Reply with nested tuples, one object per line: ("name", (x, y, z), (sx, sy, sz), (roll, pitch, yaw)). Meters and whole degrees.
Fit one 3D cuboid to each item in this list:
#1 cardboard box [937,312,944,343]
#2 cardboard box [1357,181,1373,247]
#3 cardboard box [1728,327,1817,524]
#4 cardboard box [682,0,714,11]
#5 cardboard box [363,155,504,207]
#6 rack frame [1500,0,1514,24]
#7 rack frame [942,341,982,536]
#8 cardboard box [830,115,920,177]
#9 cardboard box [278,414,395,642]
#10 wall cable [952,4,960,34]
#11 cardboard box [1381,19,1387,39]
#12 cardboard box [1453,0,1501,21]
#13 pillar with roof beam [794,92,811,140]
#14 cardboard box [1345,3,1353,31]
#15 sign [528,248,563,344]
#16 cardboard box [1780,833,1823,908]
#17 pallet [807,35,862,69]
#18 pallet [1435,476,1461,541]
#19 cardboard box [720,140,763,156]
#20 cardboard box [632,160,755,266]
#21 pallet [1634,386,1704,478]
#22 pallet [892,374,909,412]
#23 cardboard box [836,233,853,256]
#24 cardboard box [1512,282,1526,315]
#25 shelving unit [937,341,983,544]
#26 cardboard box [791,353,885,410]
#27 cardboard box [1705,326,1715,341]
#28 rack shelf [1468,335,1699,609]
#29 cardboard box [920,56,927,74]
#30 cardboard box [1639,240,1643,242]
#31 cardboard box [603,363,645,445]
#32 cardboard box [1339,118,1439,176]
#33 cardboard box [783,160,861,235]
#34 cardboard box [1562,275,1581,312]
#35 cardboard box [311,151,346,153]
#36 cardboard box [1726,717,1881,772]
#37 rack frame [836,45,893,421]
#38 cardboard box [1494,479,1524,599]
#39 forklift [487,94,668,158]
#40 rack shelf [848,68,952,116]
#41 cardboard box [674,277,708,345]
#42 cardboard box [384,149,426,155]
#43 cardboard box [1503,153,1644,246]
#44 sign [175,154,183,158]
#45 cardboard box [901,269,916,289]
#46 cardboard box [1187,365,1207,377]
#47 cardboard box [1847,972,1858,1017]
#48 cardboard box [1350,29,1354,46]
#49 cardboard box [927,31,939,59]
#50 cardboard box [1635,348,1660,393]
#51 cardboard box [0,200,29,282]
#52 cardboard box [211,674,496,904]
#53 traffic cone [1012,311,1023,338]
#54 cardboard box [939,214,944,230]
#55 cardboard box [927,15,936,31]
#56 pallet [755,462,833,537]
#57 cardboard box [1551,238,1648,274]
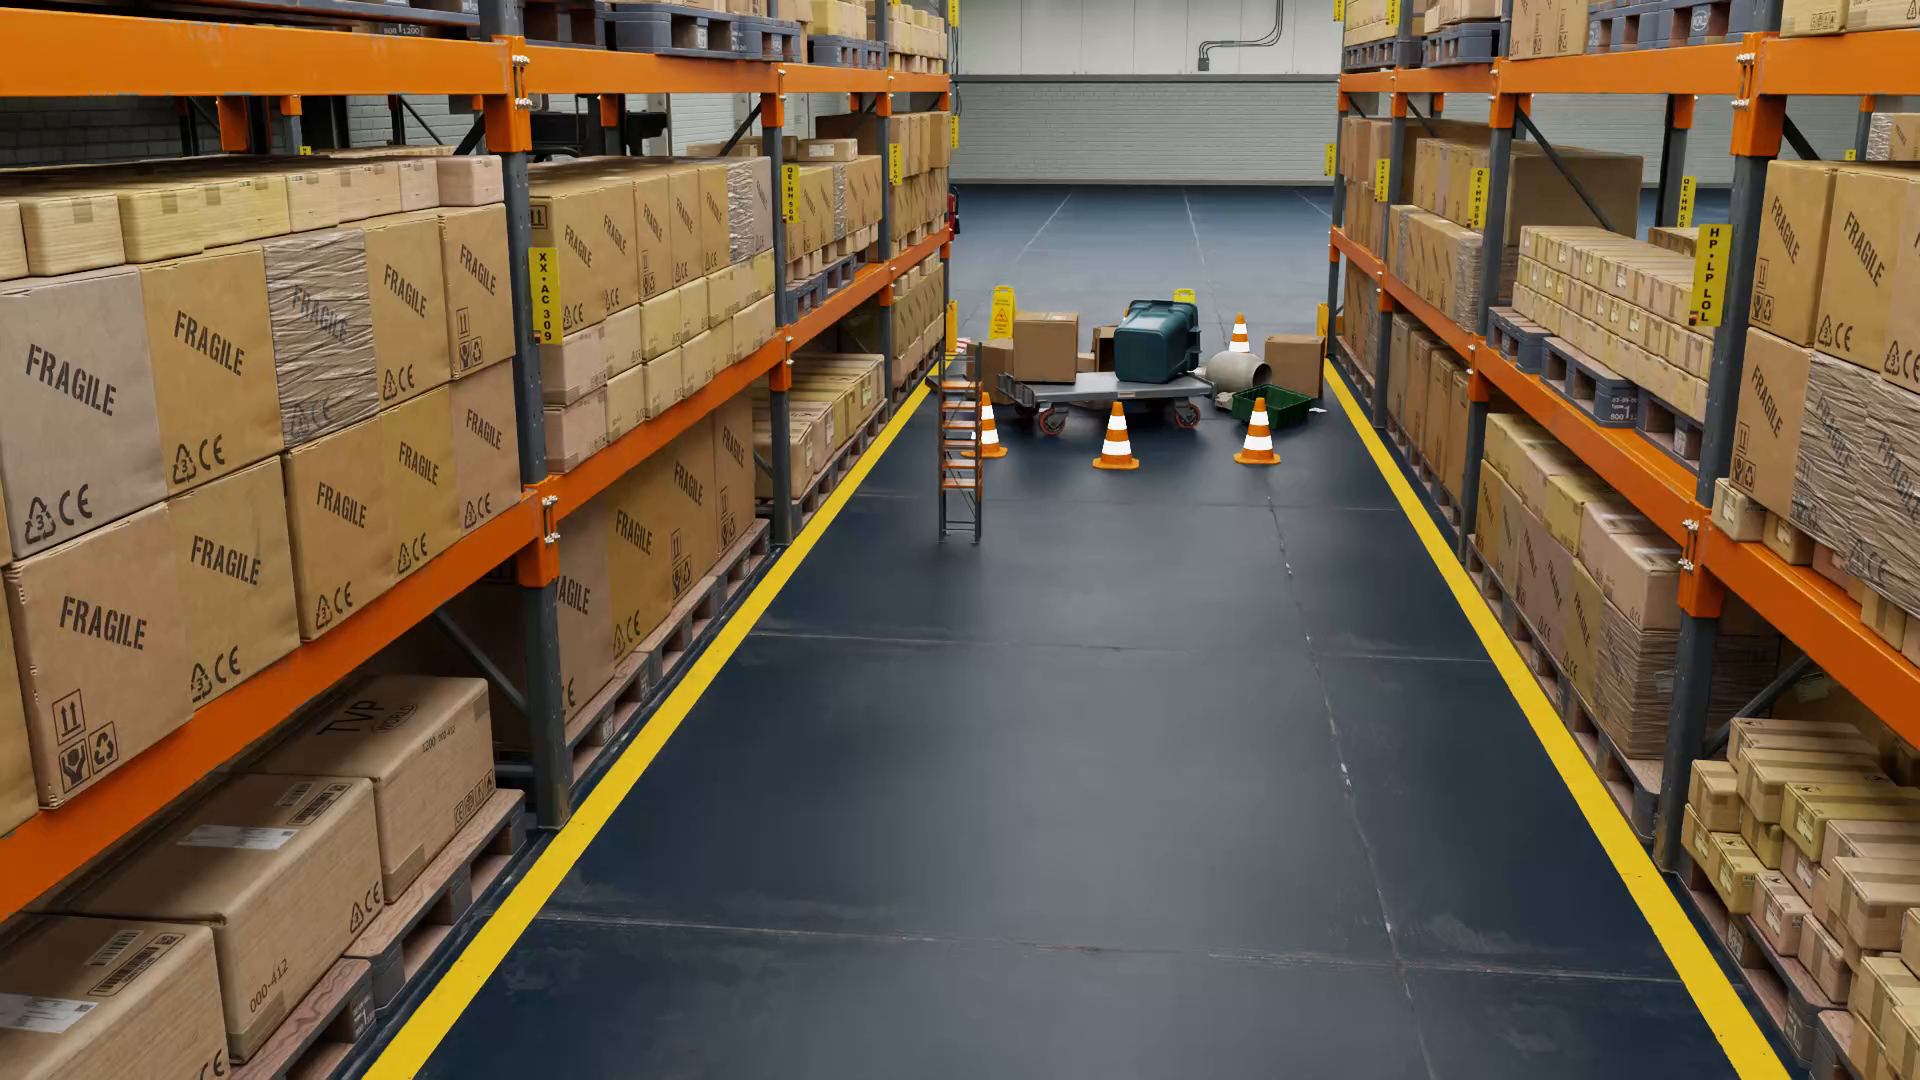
("cardboard box", (-0.443, -2.159, 16.861), (0.500, 0.250, 0.500), (2, 15, 6))
("cardboard box", (4.070, -2.939, 14.996), (0.875, 0.550, 0.500), (2, 15, 6))
("cardboard box", (2.653, -0.346, 4.933), (0.500, 0.500, 0.500), (1, 15, 5))
("cardboard box", (-1.429, -2.665, 7.530), (0.500, 0.500, 0.500), (2, 15, 7))
("cardboard box", (-1.689, -1.149, 5.317), (0.380, 0.149, 0.250), (1, 15, 5))
("rack frame", (3.411, -4.208, 8.486), (1.000, 3.000, 0.127), (2, 15, 6))
("rack frame", (0.012, -0.607, 10.107), (0.240, 1.200, 0.006), (2, 15, 6))
("cardboard box", (-0.723, -3.384, 14.252), (0.700, 0.500, 0.500), (2, 15, 7))
("cardboard box", (-1.863, -0.051, 4.411), (0.500, 0.500, 0.500), (1, 15, 5))
("wall cable", (1.197, -15.759, 47.477), (3.097, 2.526, 0.112), (2, 15, 6))
("cardboard box", (3.642, -4.164, 13.553), (0.380, 0.149, 0.250), (2, 15, 7))
("cardboard box", (3.231, -3.248, 9.857), (0.500, 0.311, 0.500), (2, 15, 6))
("pillar with roof beam", (0.463, -12.492, 39.120), (9.100, 9.000, 0.400), (2, 15, 6))
("cardboard box", (4.004, -5.040, 16.029), (0.500, 0.250, 0.500), (2, 15, 6))
("sign", (-1.418, -0.835, 5.693), (0.100, 0.325, 0.005), (2, 15, 6))
("cardboard box", (2.670, 0.972, 4.908), (0.380, 0.149, 0.250), (2, 15, 6))
("pallet", (-1.357, -3.401, 11.605), (1.213, 0.211, 1.003), (2, 15, 6))
("pallet", (3.575, -0.169, 10.381), (1.003, 0.211, 1.213), (2, 15, 6))
("cardboard box", (-1.492, -2.781, 11.891), (0.380, 0.149, 0.250), (3, 15, 9))
("cardboard box", (-1.367, -1.688, 8.551), (0.500, 0.500, 0.500), (2, 15, 7))
("pallet", (3.191, -0.376, 6.175), (1.003, 0.211, 1.213), (2, 15, 6))
("pallet", (-1.027, -1.299, 14.560), (1.003, 0.211, 1.213), (2, 15, 6))
("cardboard box", (-0.981, -2.145, 12.026), (0.380, 0.149, 0.250), (2, 15, 6))
("cardboard box", (3.160, -1.284, 8.840), (0.380, 0.149, 0.250), (1, 15, 5))
("shelving unit", (0.002, -0.583, 10.019), (0.258, 1.200, 0.189), (2, 15, 6))
("cardboard box", (-1.124, -1.268, 13.333), (0.950, 0.372, 0.625), (2, 15, 7))
("cardboard box", (2.811, -0.754, 5.739), (0.380, 0.149, 0.250), (2, 15, 9))
("rack shelf", (3.185, -0.446, 7.445), (1.077, 0.370, 4.000), (2, 15, 6))
("cardboard box", (-0.507, -4.333, 15.175), (0.380, 0.149, 0.250), (2, 15, 6))
("cardboard box", (3.730, -1.469, 9.657), (0.500, 0.500, 0.500), (2, 15, 7))
("cardboard box", (-1.601, -0.563, 6.784), (0.500, 0.250, 0.500), (1, 15, 5))
("cardboard box", (4.233, -3.886, 16.430), (0.875, 0.550, 0.550), (2, 15, 6))
("cardboard box", (-1.010, -2.475, 12.003), (0.500, 0.500, 0.500), (2, 15, 8))
("cardboard box", (3.044, -1.148, 7.769), (0.380, 0.149, 0.250), (2, 15, 6))
("cardboard box", (-6.028, -3.607, 15.752), (0.380, 0.149, 0.250), (2, 15, 8))
("cardboard box", (2.715, 0.695, 5.364), (0.380, 0.149, 0.250), (2, 15, 9))
("rack frame", (-1.067, -2.469, 13.548), (1.000, 3.000, 0.127), (2, 15, 6))
("cardboard box", (3.025, -0.002, 8.407), (0.500, 0.500, 0.500), (2, 15, 7))
("forklift", (-2.780, -2.111, 12.352), (1.130, 2.935, 3.031), (2, 15, 7))
("rack shelf", (-0.842, -4.089, 15.169), (1.077, 0.370, 4.000), (2, 15, 6))
("cardboard box", (-1.471, -1.067, 7.690), (0.500, 0.250, 0.500), (1, 15, 5))
("cardboard box", (-5.424, -3.724, 16.184), (0.380, 0.149, 0.250), (2, 15, 7))
("cardboard box", (3.472, -1.960, 9.555), (0.700, 0.500, 0.500), (2, 15, 6))
("sign", (-6.551, -3.087, 14.021), (0.100, 0.325, 0.005), (2, 15, 6))
("cardboard box", (-0.603, -2.329, 14.813), (0.380, 0.149, 0.250), (2, 15, 8))
("cardboard box", (2.226, -1.530, 15.312), (0.396, 0.266, 0.258), (4, 16, 16))
("cardboard box", (2.618, 1.257, 4.426), (0.380, 0.149, 0.250), (1, 15, 4))
("cardboard box", (3.900, -4.754, 15.737), (0.380, 0.149, 0.250), (2, 15, 6))
("cardboard box", (-0.477, -4.755, 15.973), (0.500, 0.250, 0.500), (1, 15, 5))
("cardboard box", (2.895, -0.662, 6.542), (0.380, 0.149, 0.250), (1, 15, 3))
("cardboard box", (-2.015, -0.558, 3.128), (0.380, 0.149, 0.250), (2, 15, 7))
("cardboard box", (-2.148, 0.799, 5.564), (0.875, 0.438, 0.875), (1, 15, 5))
("traffic cone", (0.617, -2.133, 17.163), (0.336, 0.463, 0.334), (2, 15, 6))
("cardboard box", (-0.364, -3.213, 16.781), (0.380, 0.149, 0.250), (2, 15, 6))
("cardboard box", (-0.439, -4.990, 16.076), (0.380, 0.149, 0.250), (2, 15, 6))
("pallet", (-1.429, -0.289, 10.825), (1.003, 0.211, 1.213), (2, 15, 6))
("cardboard box", (3.076, -1.365, 8.001), (0.380, 0.149, 0.250), (1, 15, 4))
